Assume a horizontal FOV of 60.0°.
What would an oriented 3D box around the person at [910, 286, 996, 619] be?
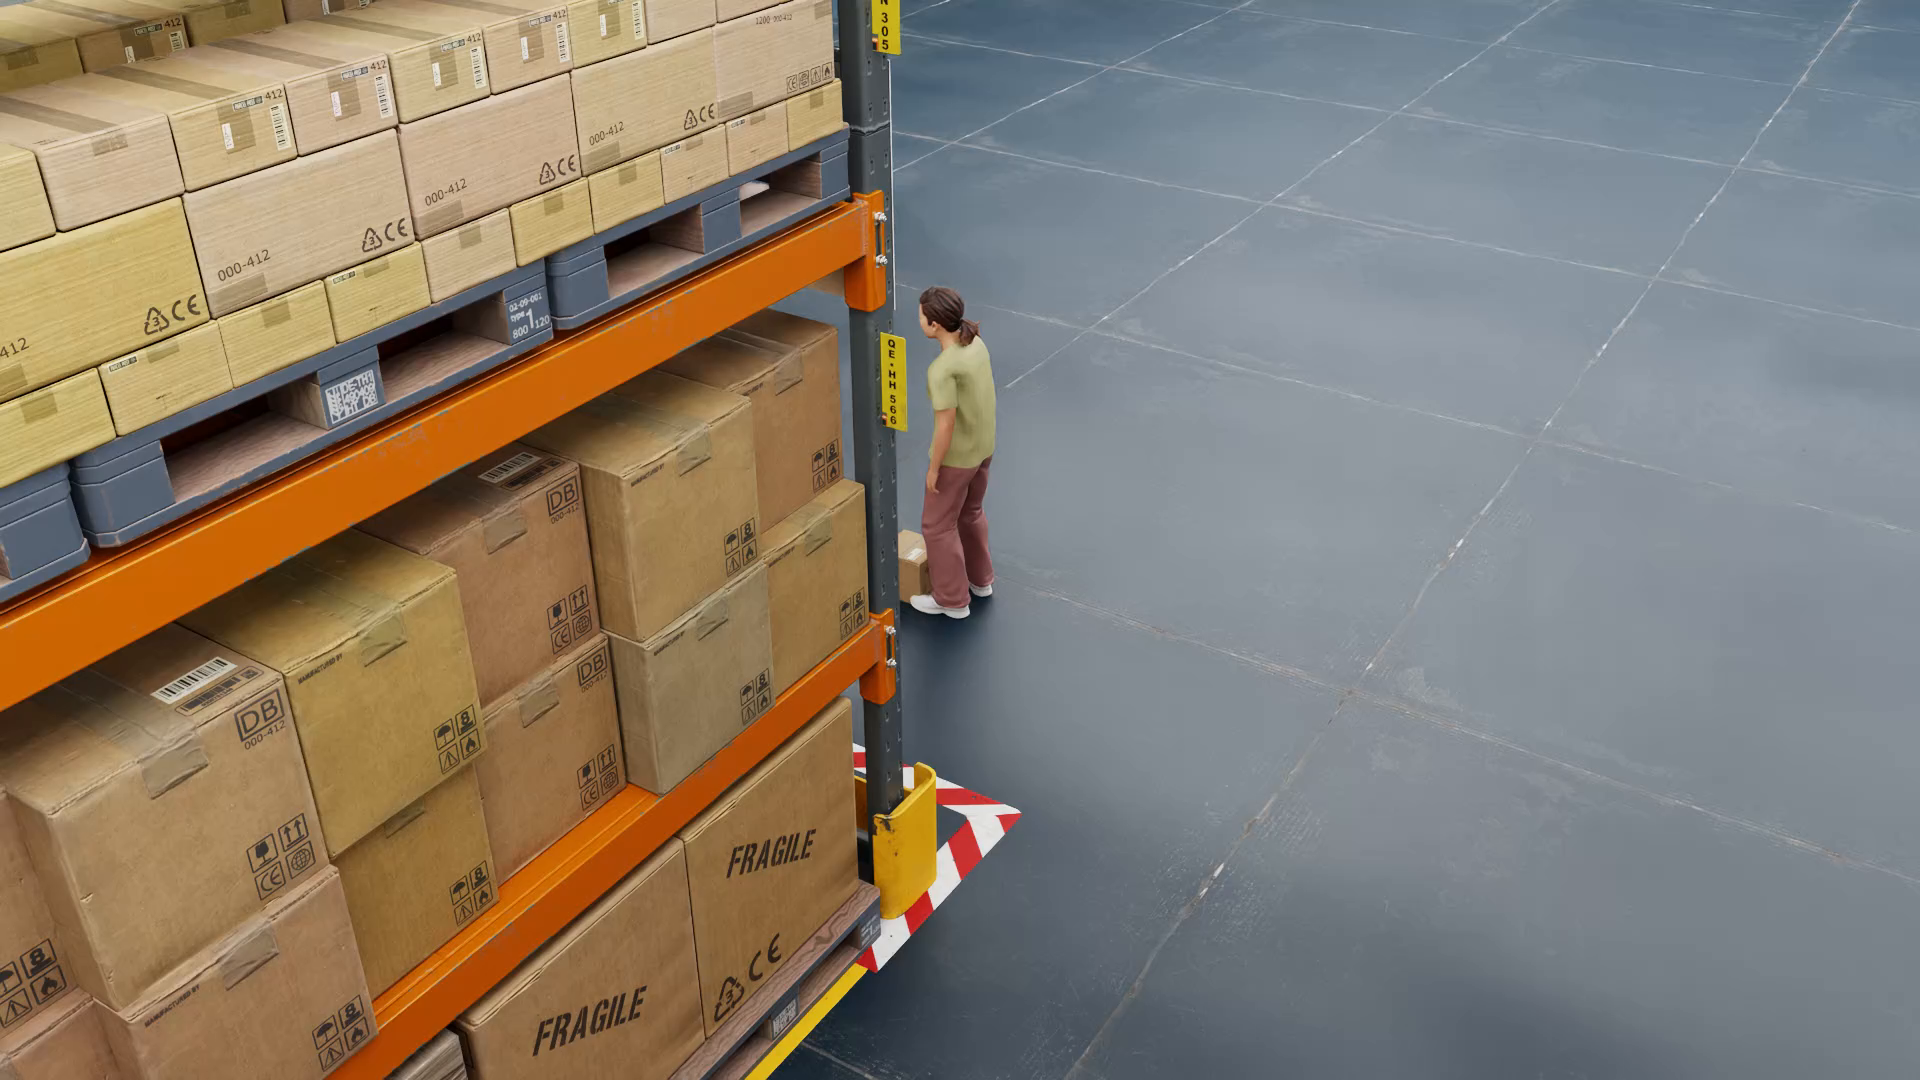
[{"bbox_3d":[-0.027,-0.408,7.824,0.366,1.671,0.516,16,34,24],"label":"person"}]
